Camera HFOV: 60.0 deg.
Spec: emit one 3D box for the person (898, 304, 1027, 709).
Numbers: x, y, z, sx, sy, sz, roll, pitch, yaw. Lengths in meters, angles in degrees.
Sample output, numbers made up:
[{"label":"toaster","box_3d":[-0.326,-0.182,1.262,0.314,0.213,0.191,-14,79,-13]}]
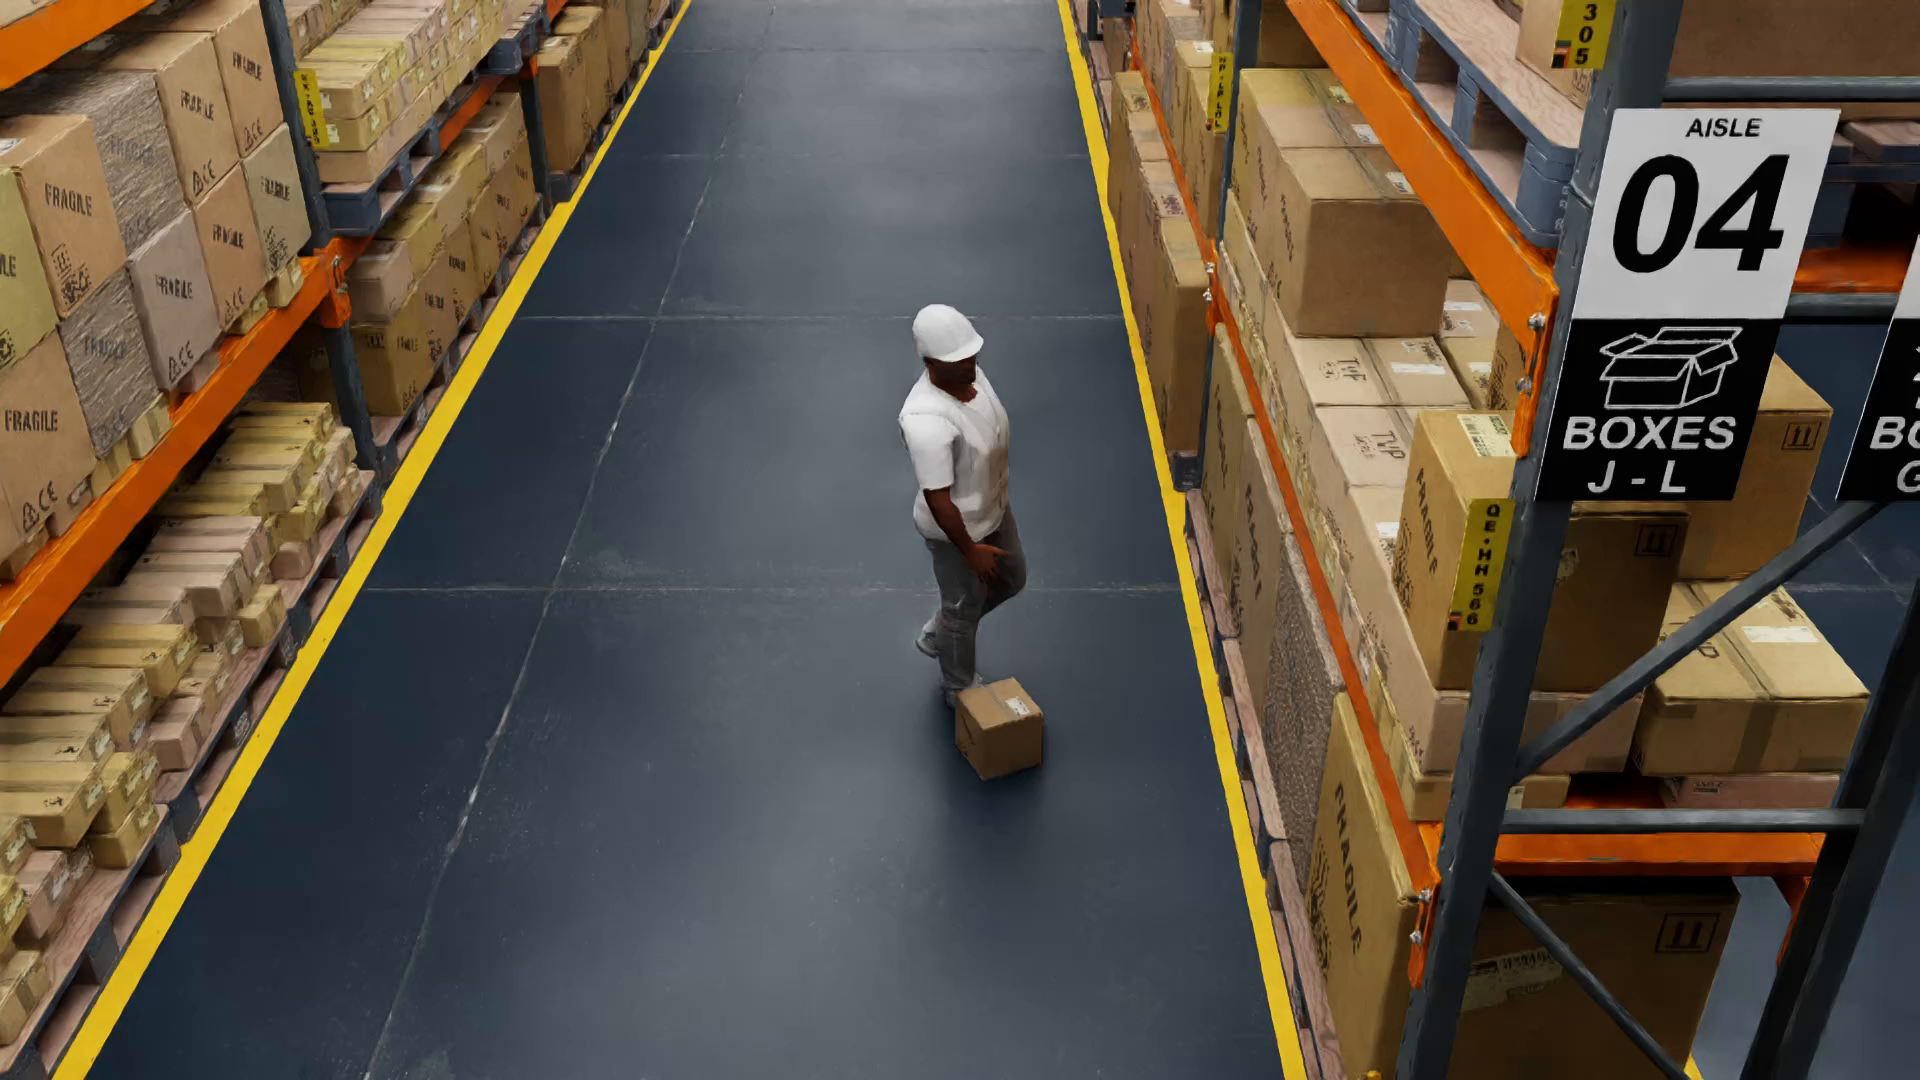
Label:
[{"label":"person","box_3d":[0.007,-0.086,6.241,0.475,1.761,0.620,10,33,15]}]
